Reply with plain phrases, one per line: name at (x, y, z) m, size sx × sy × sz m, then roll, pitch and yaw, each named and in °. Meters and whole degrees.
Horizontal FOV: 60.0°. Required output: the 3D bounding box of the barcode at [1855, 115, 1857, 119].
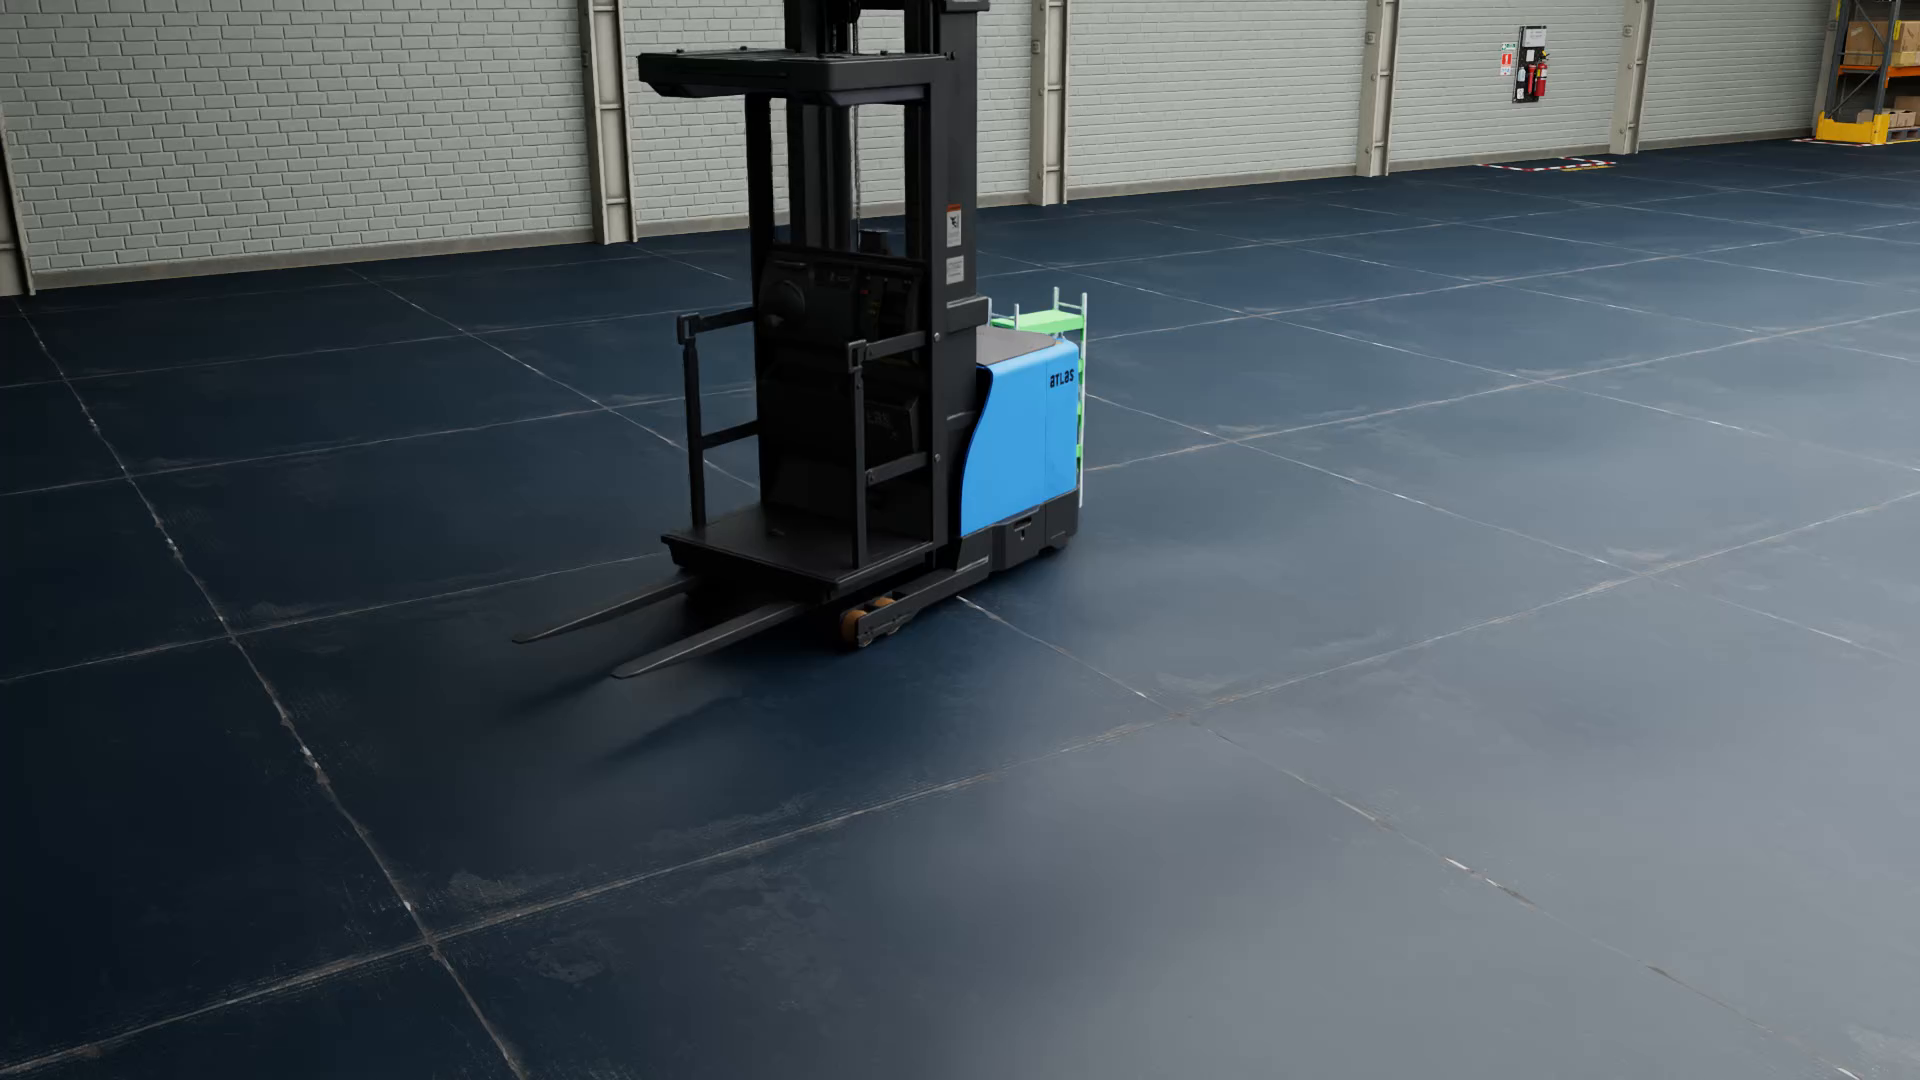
barcode at (16.497, -7.792, 30.607) m, size 0.075 × 0.075 × 0.001 m, roll -12°, pitch 22°, yaw -31°

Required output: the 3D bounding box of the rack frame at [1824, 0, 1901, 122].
rack frame at (16.074, -8.645, 29.633) m, size 0.127 × 3.000 × 1.000 m, roll -12°, pitch 22°, yaw -31°

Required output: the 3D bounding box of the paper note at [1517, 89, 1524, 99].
paper note at (8.902, -7.088, 26.403) m, size 0.142 × 0.148 × 0.016 m, roll -12°, pitch 22°, yaw -31°

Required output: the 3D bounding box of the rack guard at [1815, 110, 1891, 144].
rack guard at (16.138, -7.475, 30.073) m, size 0.348 × 0.500 × 1.175 m, roll -12°, pitch 22°, yaw -31°

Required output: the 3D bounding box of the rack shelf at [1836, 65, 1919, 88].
rack shelf at (17.745, -8.657, 30.791) m, size 4.000 × 0.370 × 1.077 m, roll -12°, pitch 22°, yaw -31°

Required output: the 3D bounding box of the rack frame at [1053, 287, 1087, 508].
rack frame at (0.596, -0.780, 9.180) m, size 0.015 × 1.200 × 0.240 m, roll -15°, pitch 24°, yaw -38°

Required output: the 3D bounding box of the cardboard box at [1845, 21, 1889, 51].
cardboard box at (16.351, -9.079, 29.948) m, size 0.500 × 0.500 × 0.500 m, roll -12°, pitch 22°, yaw -32°

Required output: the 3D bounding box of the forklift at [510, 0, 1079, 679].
forklift at (-0.675, -1.091, 7.396) m, size 1.130 × 2.935 × 3.031 m, roll 14°, pitch 23°, yaw 35°

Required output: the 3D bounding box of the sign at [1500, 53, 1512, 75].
sign at (8.569, -7.465, 26.087) m, size 0.234 × 0.329 × 0.001 m, roll -12°, pitch 22°, yaw -31°

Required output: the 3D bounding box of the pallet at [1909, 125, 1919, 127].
pallet at (17.854, -7.685, 31.147) m, size 1.213 × 0.211 × 1.003 m, roll -12°, pitch 22°, yaw -31°

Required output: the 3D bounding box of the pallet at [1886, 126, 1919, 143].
pallet at (16.836, -7.471, 30.515) m, size 1.213 × 0.211 × 1.003 m, roll -12°, pitch 22°, yaw -31°

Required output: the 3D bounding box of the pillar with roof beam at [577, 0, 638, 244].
pillar with roof beam at (-1.493, -6.463, 13.811) m, size 0.400 × 9.000 × 9.100 m, roll -12°, pitch 22°, yaw -31°

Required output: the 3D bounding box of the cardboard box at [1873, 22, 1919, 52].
cardboard box at (16.638, -8.943, 29.545) m, size 0.500 × 0.500 × 0.500 m, roll -12°, pitch 22°, yaw -31°

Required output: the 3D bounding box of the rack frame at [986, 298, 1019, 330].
rack frame at (0.222, -0.680, 8.882) m, size 0.015 × 1.200 × 0.240 m, roll -15°, pitch 24°, yaw -38°

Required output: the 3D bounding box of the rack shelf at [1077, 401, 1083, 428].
rack shelf at (0.409, -0.670, 9.052) m, size 0.480 × 0.148 × 0.258 m, roll -15°, pitch 24°, yaw -38°

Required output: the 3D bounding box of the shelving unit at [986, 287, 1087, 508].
shelving unit at (0.409, -0.730, 9.031) m, size 0.503 × 1.200 × 0.258 m, roll -15°, pitch 24°, yaw -38°

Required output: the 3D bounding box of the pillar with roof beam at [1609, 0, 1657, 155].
pillar with roof beam at (13.540, -9.634, 23.190) m, size 0.400 × 9.000 × 9.100 m, roll -12°, pitch 22°, yaw -31°

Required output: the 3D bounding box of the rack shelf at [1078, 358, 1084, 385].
rack shelf at (0.409, -0.897, 8.975) m, size 0.480 × 0.148 × 0.258 m, roll -15°, pitch 24°, yaw -38°

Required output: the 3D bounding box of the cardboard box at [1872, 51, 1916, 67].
cardboard box at (16.657, -8.585, 29.657) m, size 0.500 × 0.250 × 0.500 m, roll -13°, pitch 22°, yaw -33°

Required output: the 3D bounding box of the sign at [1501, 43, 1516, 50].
sign at (8.578, -7.715, 25.997) m, size 0.331 × 0.109 × 0.001 m, roll -12°, pitch 22°, yaw -31°

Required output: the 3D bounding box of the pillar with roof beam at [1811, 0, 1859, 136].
pillar with roof beam at (18.551, -10.690, 26.316) m, size 0.400 × 9.000 × 9.100 m, roll -12°, pitch 22°, yaw -31°

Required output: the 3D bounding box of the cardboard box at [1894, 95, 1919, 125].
cardboard box at (17.818, -7.984, 30.892) m, size 0.500 × 0.500 × 0.700 m, roll -14°, pitch 23°, yaw -35°

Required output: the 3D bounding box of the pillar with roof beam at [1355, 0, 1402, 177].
pillar with roof beam at (8.529, -8.577, 20.064) m, size 0.400 × 9.000 × 9.100 m, roll -12°, pitch 22°, yaw -31°

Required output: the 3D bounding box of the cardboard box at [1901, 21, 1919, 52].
cardboard box at (17.057, -9.027, 29.795) m, size 0.500 × 0.500 × 0.500 m, roll -12°, pitch 22°, yaw -31°

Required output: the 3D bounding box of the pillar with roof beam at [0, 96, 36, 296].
pillar with roof beam at (-6.504, -5.406, 10.685) m, size 0.400 × 9.000 × 9.100 m, roll -12°, pitch 22°, yaw -31°

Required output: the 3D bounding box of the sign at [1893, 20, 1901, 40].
sign at (16.373, -8.910, 29.066) m, size 0.005 × 0.325 × 0.100 m, roll -12°, pitch 22°, yaw -31°

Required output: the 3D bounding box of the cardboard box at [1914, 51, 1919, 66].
cardboard box at (17.082, -8.680, 29.939) m, size 0.500 × 0.250 × 0.500 m, roll -13°, pitch 22°, yaw -33°

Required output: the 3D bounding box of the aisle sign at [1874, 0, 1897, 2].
aisle sign at (16.179, -9.784, 28.942) m, size 0.004 × 0.787 × 0.394 m, roll -12°, pitch 22°, yaw -31°

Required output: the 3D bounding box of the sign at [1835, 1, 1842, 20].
sign at (15.786, -9.496, 29.847) m, size 0.005 × 0.325 × 0.100 m, roll -12°, pitch 22°, yaw -31°

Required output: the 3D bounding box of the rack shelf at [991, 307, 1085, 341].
rack shelf at (0.409, -1.124, 8.898) m, size 0.480 × 0.148 × 0.258 m, roll -15°, pitch 24°, yaw -38°

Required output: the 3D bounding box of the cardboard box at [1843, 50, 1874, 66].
cardboard box at (16.358, -8.718, 30.051) m, size 0.500 × 0.250 × 0.500 m, roll -12°, pitch 22°, yaw -31°

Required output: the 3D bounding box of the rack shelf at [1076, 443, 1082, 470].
rack shelf at (0.409, -0.442, 9.129) m, size 0.480 × 0.148 × 0.258 m, roll -15°, pitch 24°, yaw -38°

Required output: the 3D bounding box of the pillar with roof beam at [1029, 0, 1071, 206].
pillar with roof beam at (3.518, -7.520, 16.937) m, size 0.400 × 9.000 × 9.100 m, roll -12°, pitch 22°, yaw -31°

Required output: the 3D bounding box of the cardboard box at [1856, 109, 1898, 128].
cardboard box at (16.702, -7.678, 30.283) m, size 0.500 × 0.311 × 0.500 m, roll -15°, pitch 24°, yaw -37°

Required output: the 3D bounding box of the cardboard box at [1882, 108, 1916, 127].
cardboard box at (17.178, -7.778, 30.580) m, size 0.500 × 0.311 × 0.500 m, roll -10°, pitch 21°, yaw -27°

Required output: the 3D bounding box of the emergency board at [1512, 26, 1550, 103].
emergency board at (9.087, -7.518, 26.299) m, size 0.643 × 1.169 × 0.194 m, roll -12°, pitch 22°, yaw -31°
